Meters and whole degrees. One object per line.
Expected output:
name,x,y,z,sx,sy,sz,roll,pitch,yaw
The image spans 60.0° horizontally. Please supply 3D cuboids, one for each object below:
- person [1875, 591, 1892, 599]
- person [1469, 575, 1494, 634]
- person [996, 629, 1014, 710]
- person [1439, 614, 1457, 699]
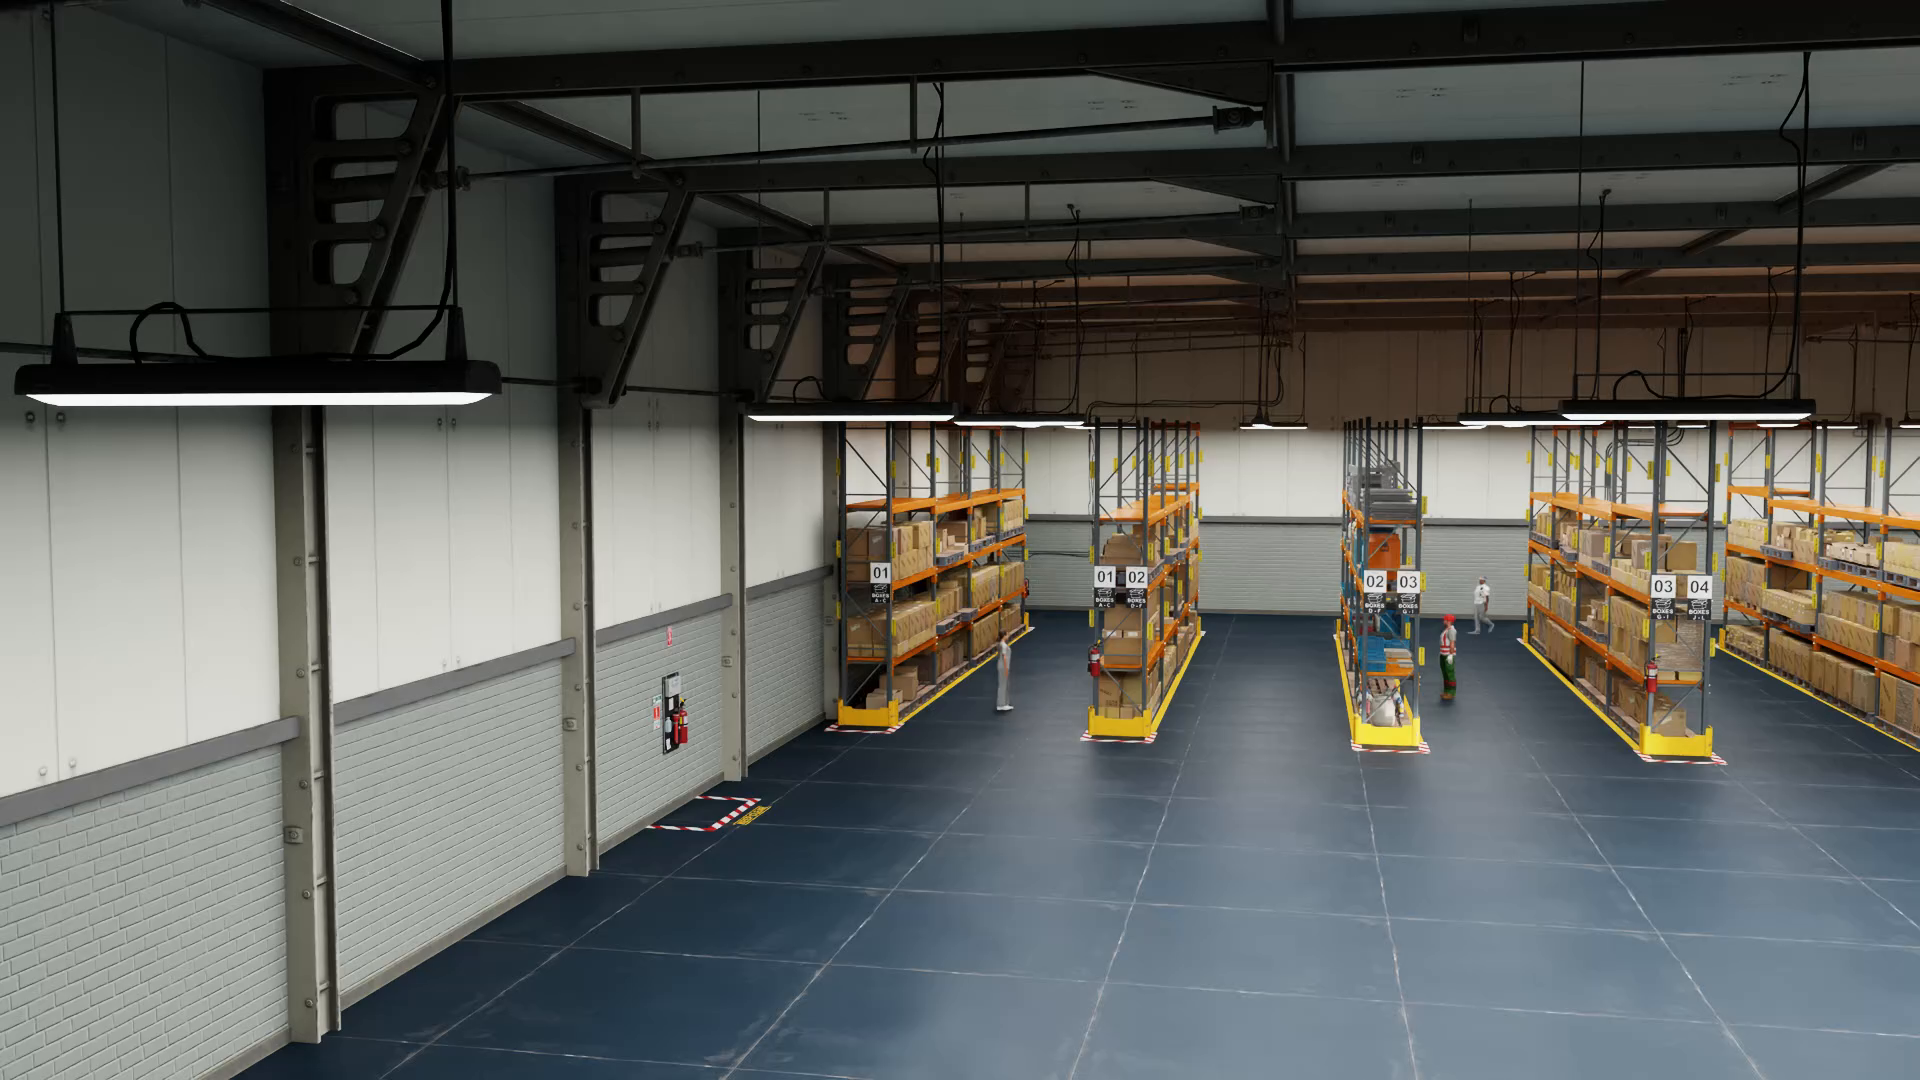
person,25.947,1.881,46.690,0.805,1.588,0.556,-1,4,-15
person,14.745,1.831,46.972,0.628,1.675,0.470,-1,4,-21
person,0.945,2.682,34.297,0.428,1.711,0.502,-1,4,-8
person,10.503,2.497,35.866,0.455,1.792,0.571,-1,4,-11
